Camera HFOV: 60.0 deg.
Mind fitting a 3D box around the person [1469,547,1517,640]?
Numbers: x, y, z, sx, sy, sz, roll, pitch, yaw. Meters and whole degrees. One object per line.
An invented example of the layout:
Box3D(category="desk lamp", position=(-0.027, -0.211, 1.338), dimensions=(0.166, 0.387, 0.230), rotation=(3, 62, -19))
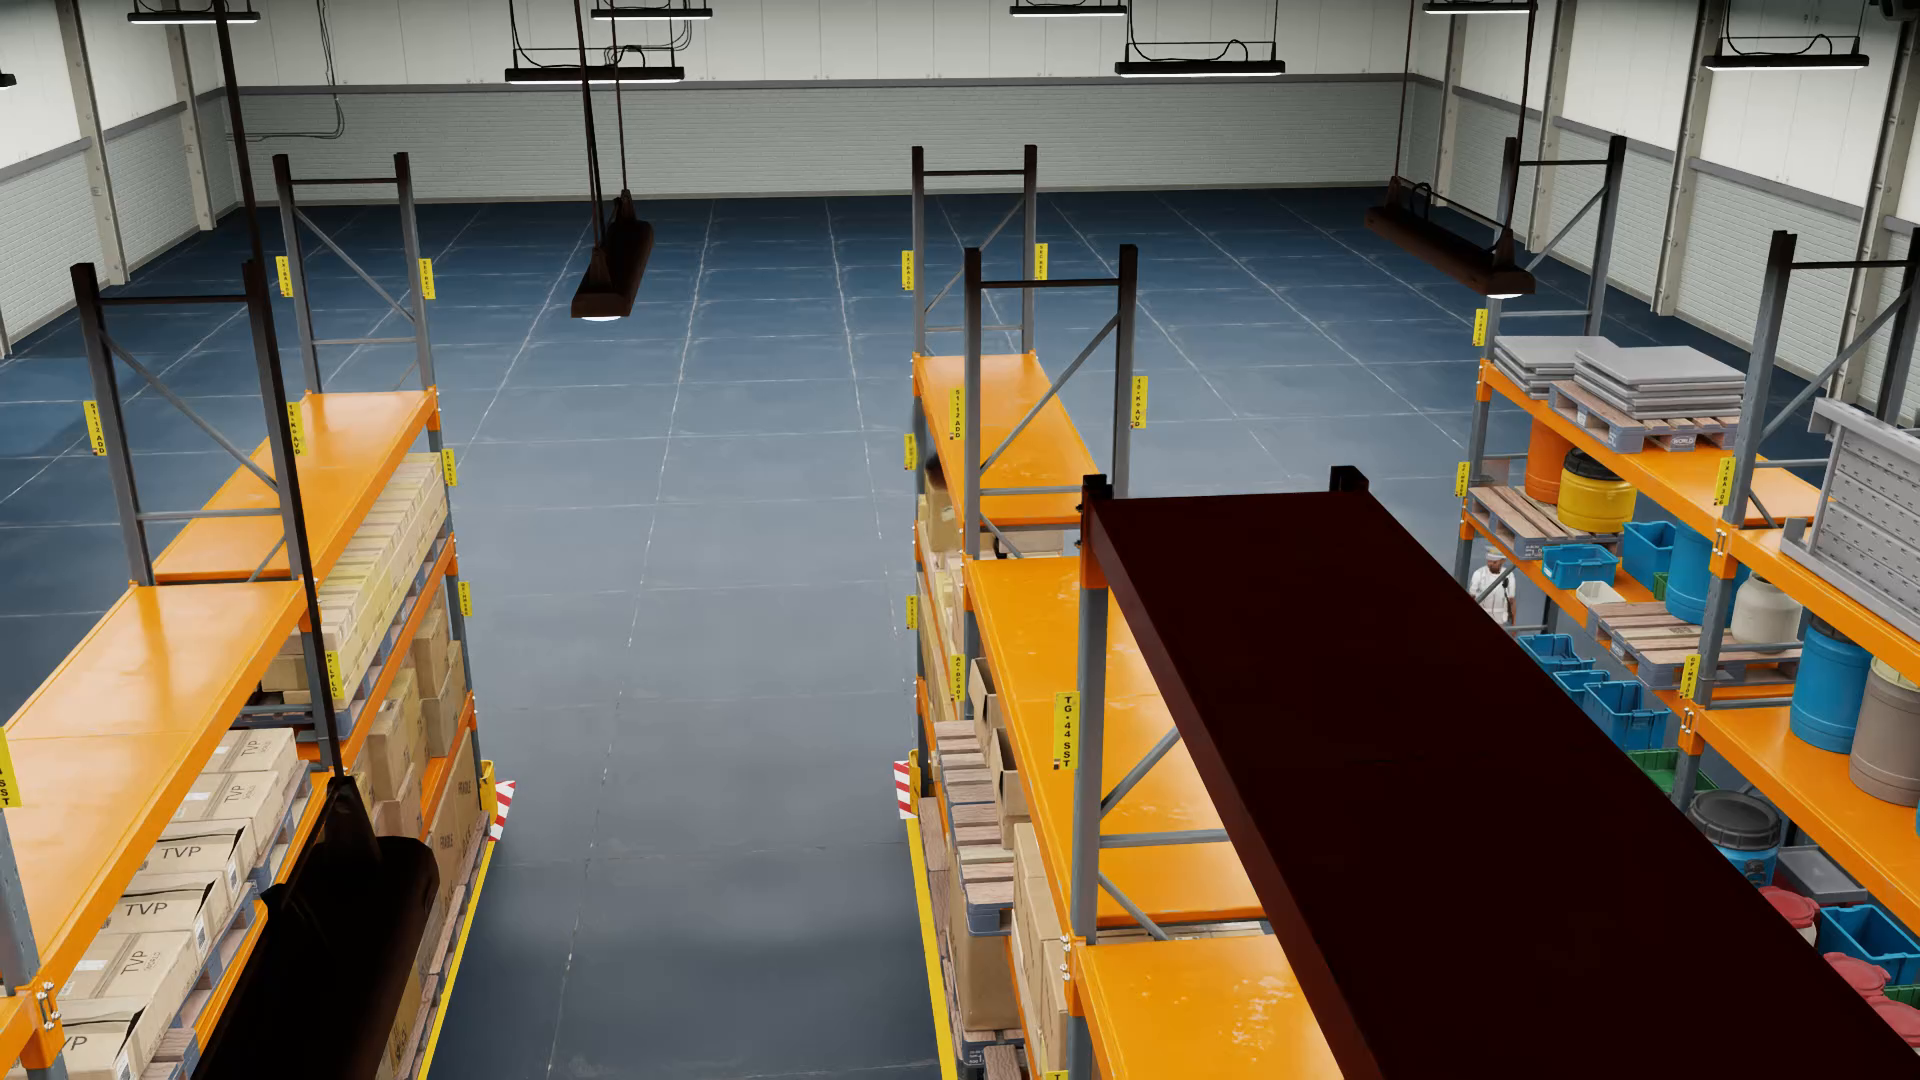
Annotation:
Box3D(category="person", position=(5.497, 0.848, 17.232), dimensions=(0.505, 1.708, 0.385), rotation=(2, 22, 6))
